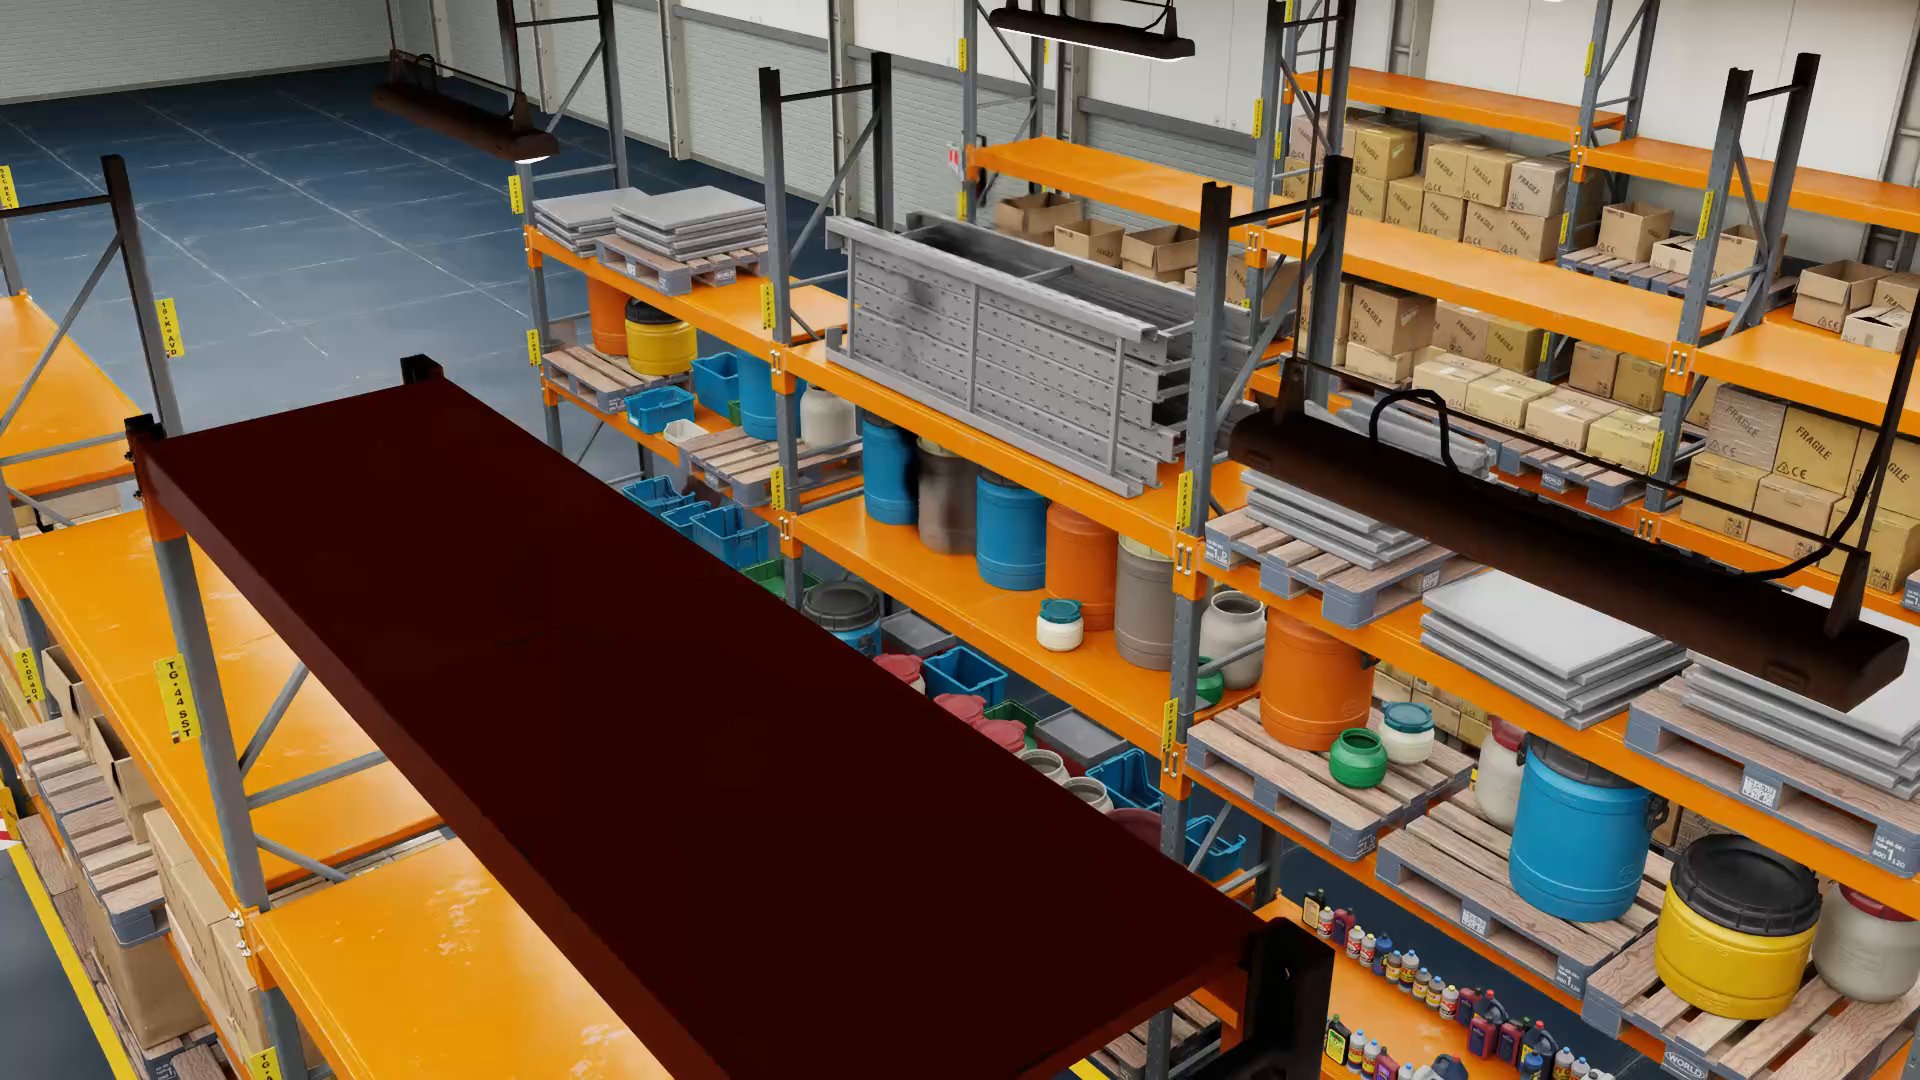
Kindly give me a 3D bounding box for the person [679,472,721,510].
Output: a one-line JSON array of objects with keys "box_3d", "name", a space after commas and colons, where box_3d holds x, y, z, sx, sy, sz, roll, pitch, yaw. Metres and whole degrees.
[{"box_3d": [-2.589, -0.380, 17.096, 0.808, 1.775, 0.752, 10, 28, 20], "name": "person"}]
